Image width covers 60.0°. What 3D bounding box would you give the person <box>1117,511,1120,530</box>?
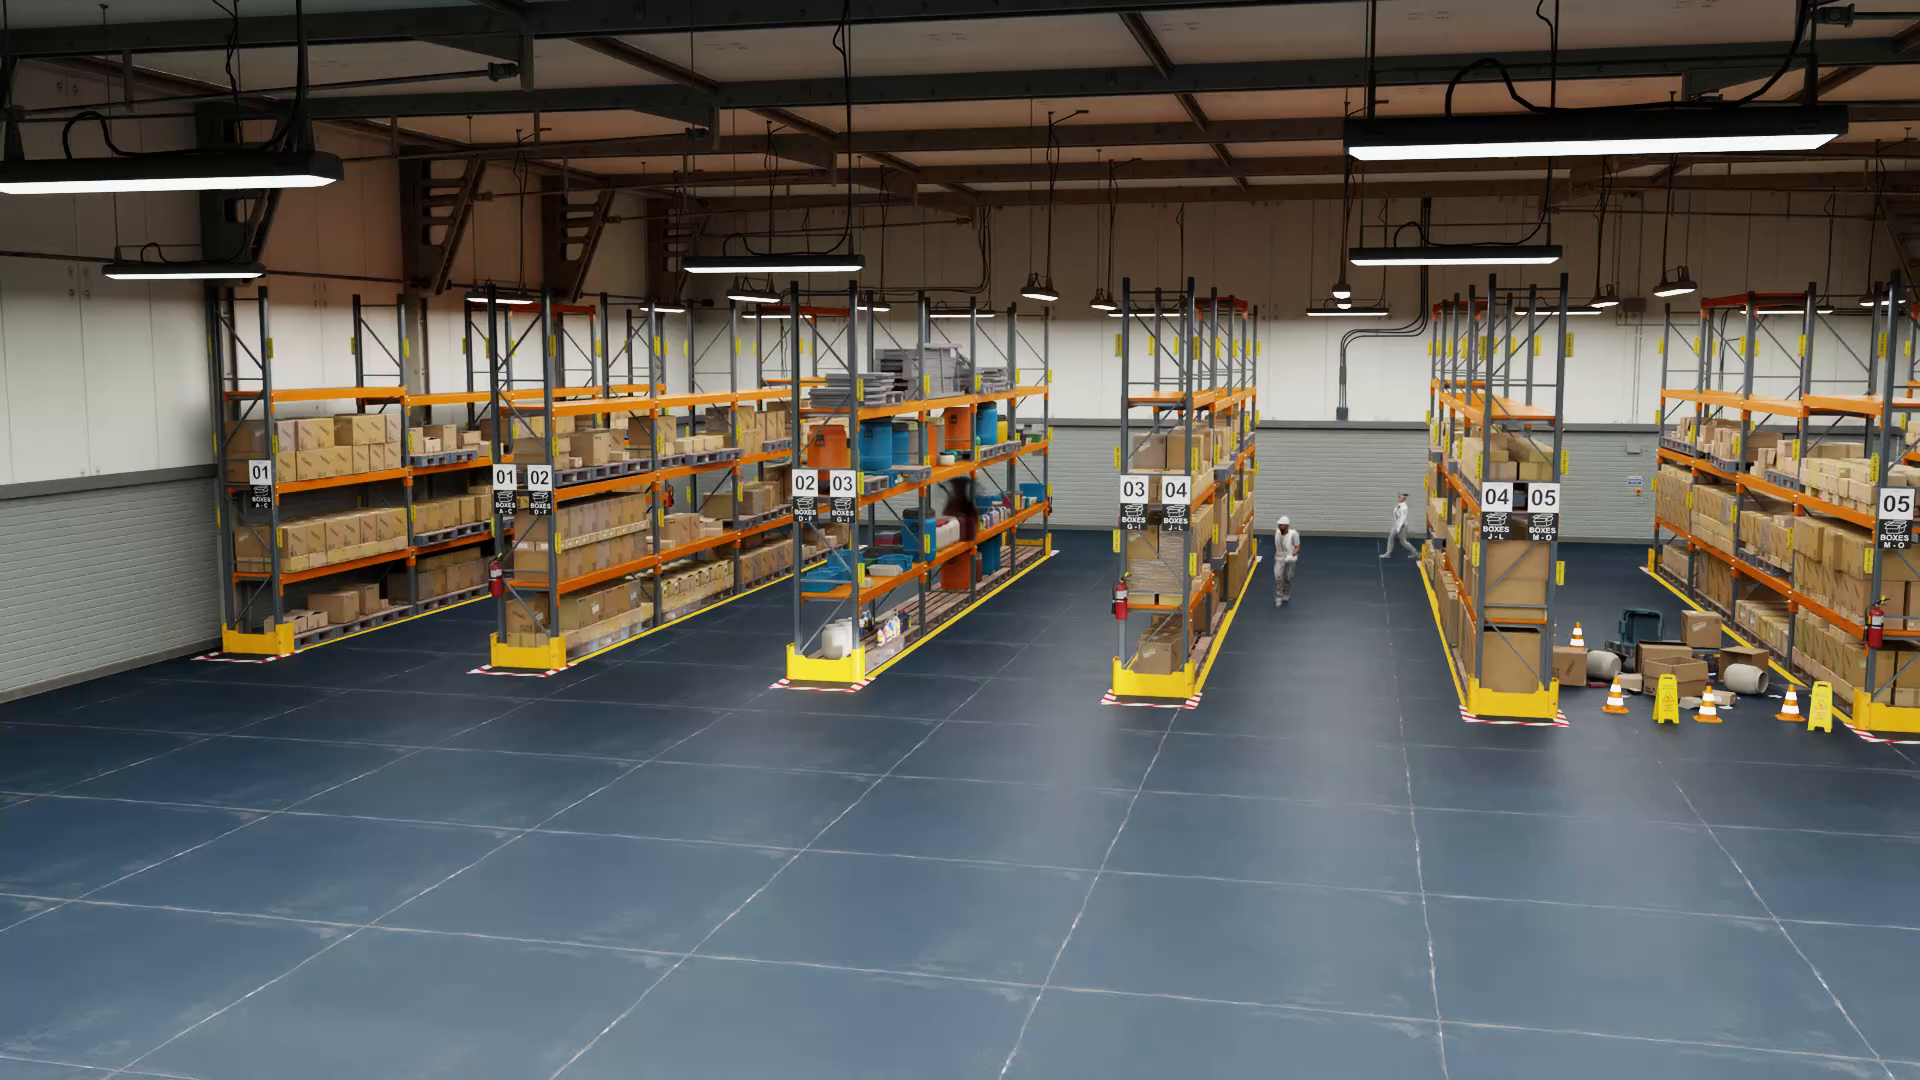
[{"bbox_3d":[3.707,-0.060,36.419,0.576,1.724,1.118,1,7,12],"label":"person"}]

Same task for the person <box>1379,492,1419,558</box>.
[{"bbox_3d":[10.459,-0.345,39.523,0.899,1.614,0.590,0,7,1],"label":"person"}]

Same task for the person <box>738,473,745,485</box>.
[{"bbox_3d":[-6.120,-1.070,45.992,0.439,1.584,0.477,-6,9,-44],"label":"person"}]

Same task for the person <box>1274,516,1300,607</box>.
[{"bbox_3d":[6.418,0.430,32.631,0.491,1.803,0.880,2,7,13],"label":"person"}]
